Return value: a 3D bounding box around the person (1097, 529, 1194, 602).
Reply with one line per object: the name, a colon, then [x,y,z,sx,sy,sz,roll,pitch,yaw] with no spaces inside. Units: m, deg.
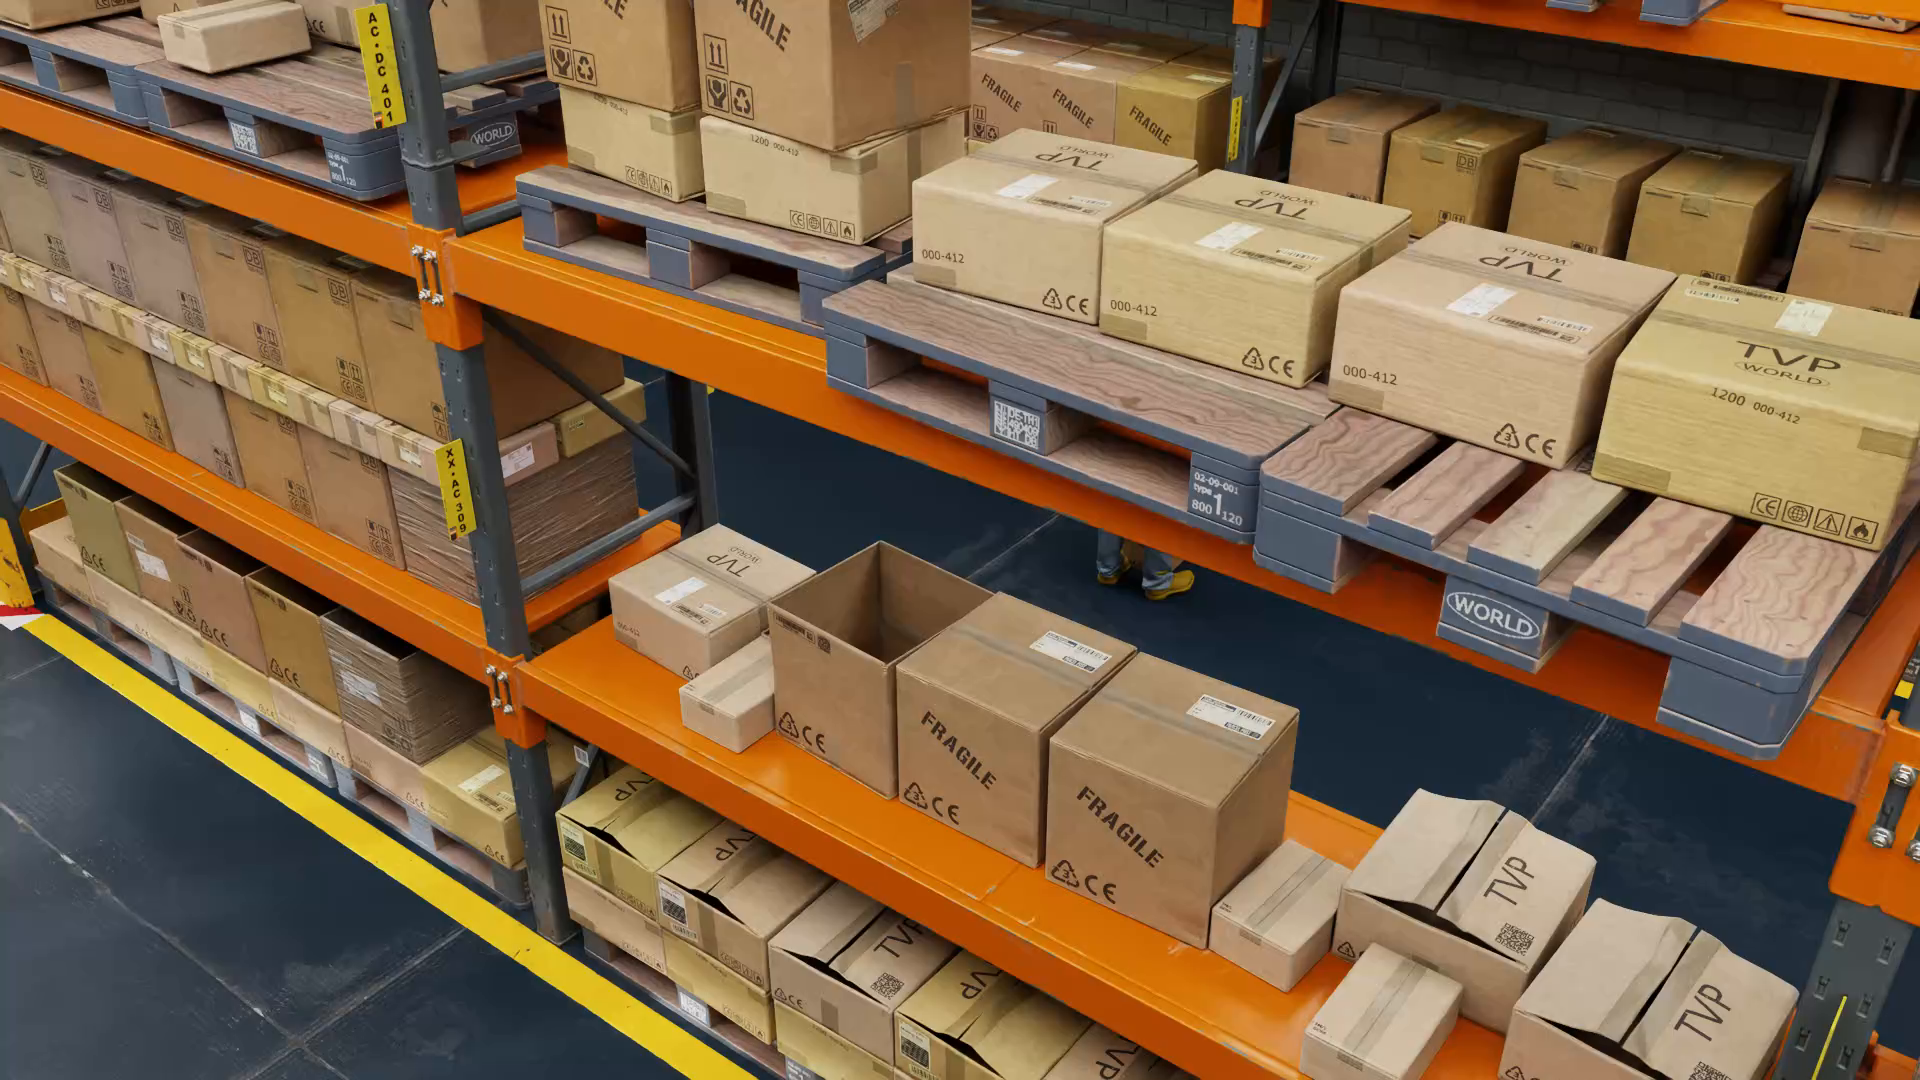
person: [0.888,-0.550,8.040,0.626,1.761,0.458,21,37,31]
